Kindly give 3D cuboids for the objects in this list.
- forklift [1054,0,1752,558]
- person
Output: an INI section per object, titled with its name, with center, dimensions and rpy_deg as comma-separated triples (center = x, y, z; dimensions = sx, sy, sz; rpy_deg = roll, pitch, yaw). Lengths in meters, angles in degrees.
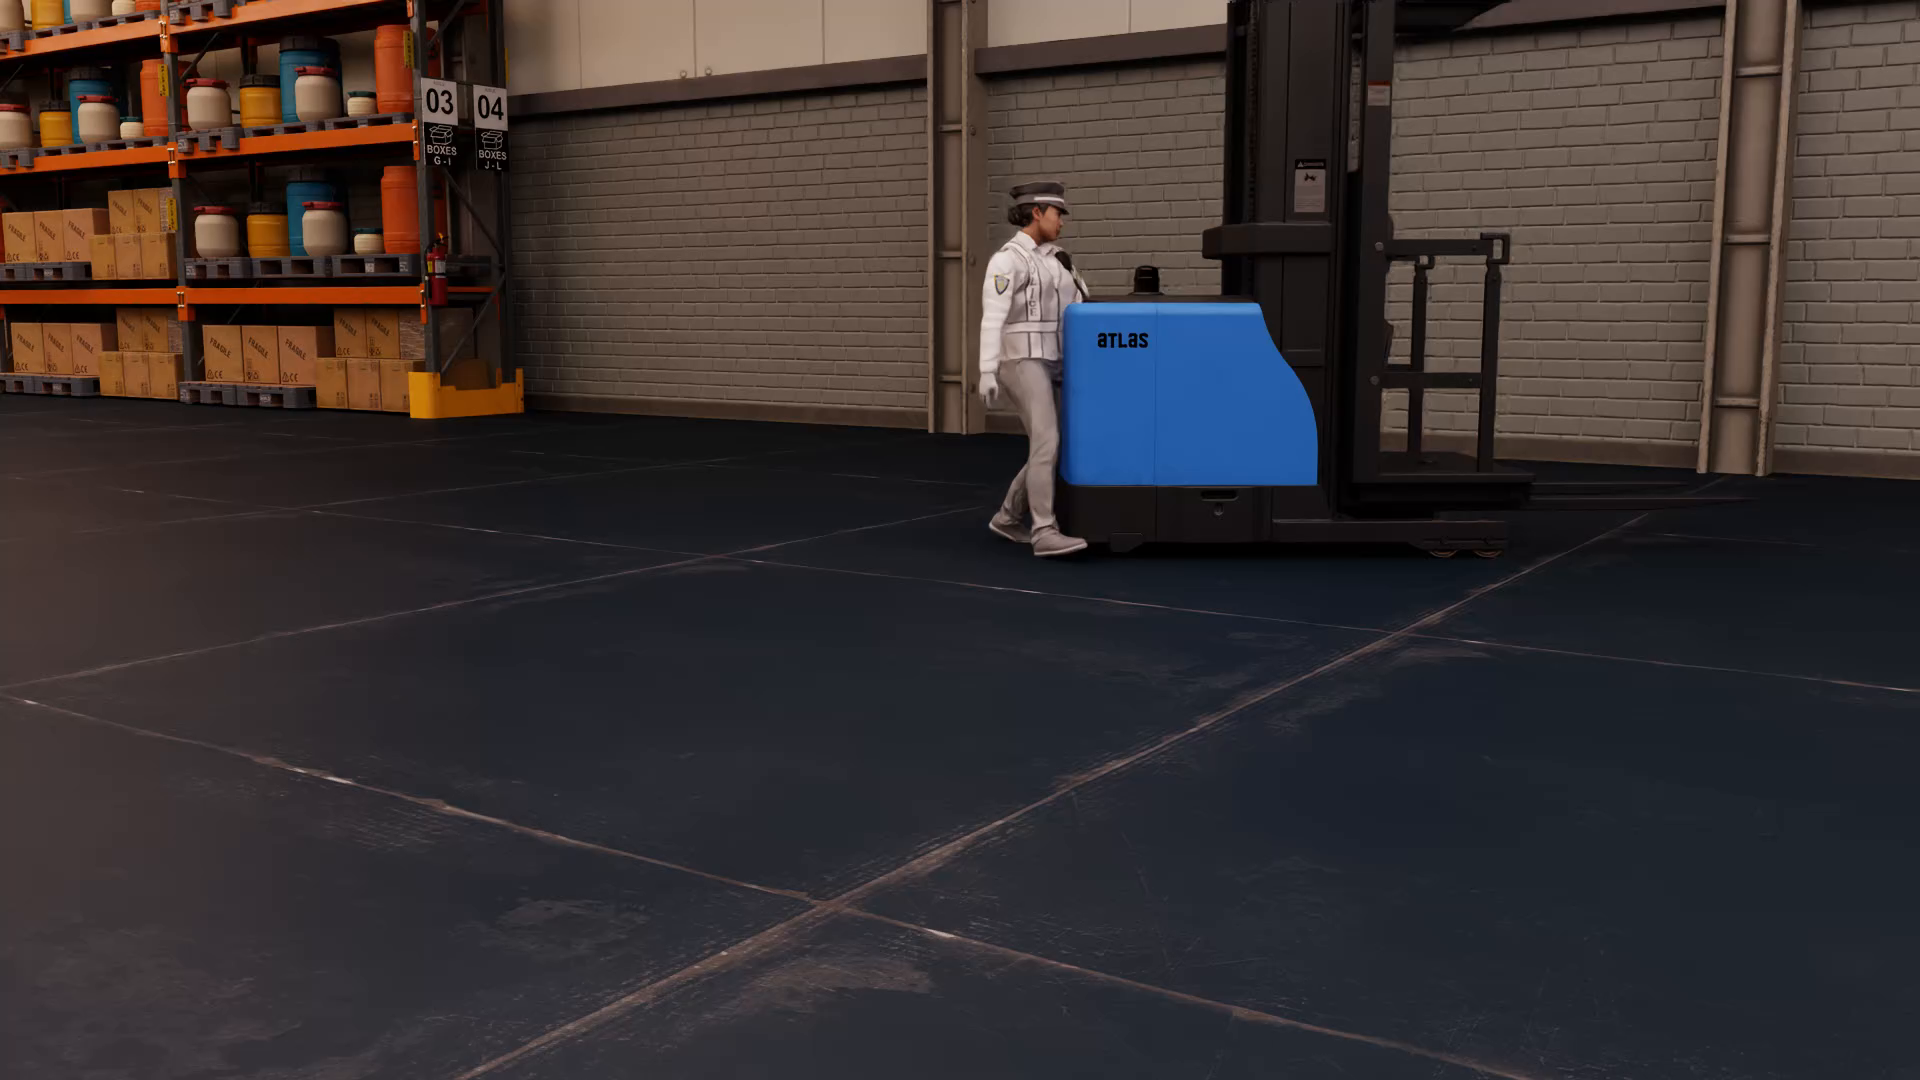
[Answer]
[forklift]
center = 1.945, -1.449, 7.382
dimensions = 3.031, 2.935, 1.130
rpy_deg = 0, 8, -2
[person]
center = 0.356, -0.722, 7.192
dimensions = 0.785, 1.612, 0.614
rpy_deg = 8, 11, 43
